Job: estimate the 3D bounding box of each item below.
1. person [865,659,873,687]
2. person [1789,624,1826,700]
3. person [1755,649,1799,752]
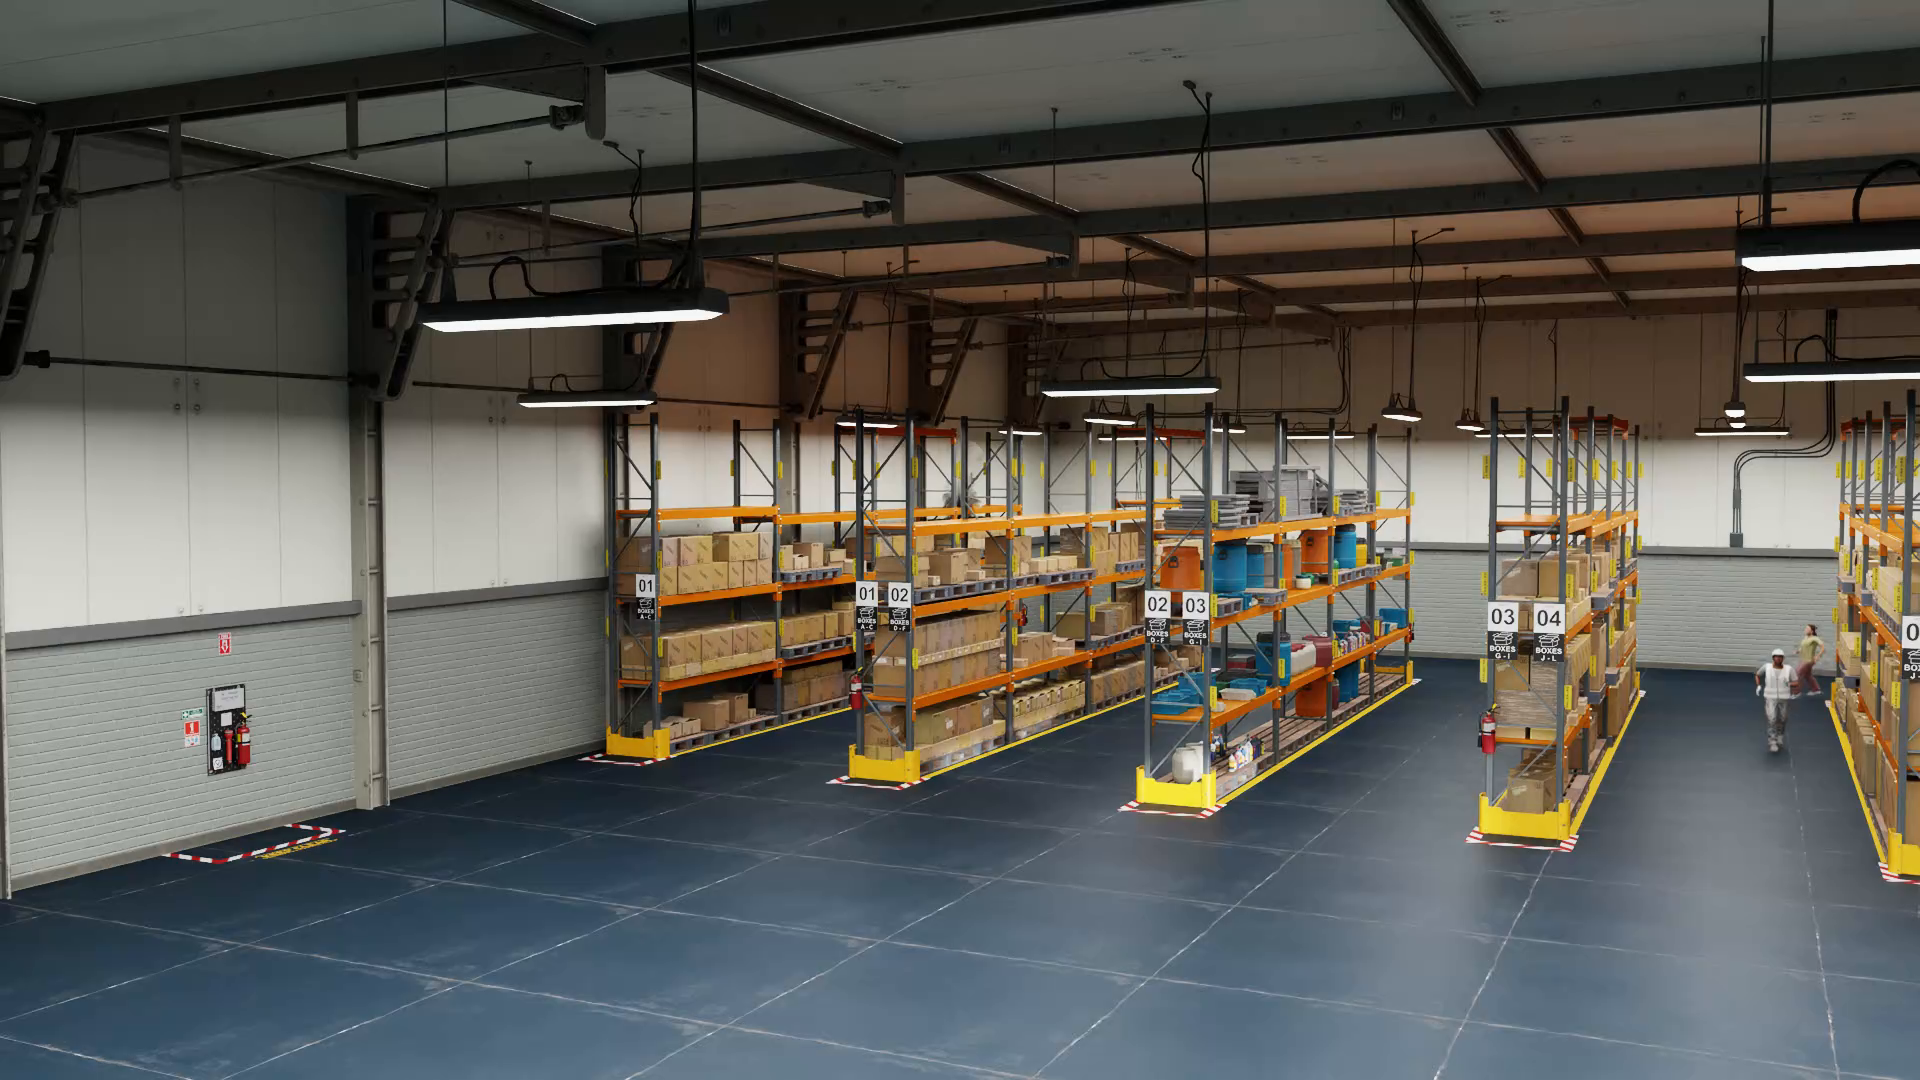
[{"bbox_3d":[-1.431,2.797,30.846,0.662,1.844,0.836,1,3,19],"label":"person"},{"bbox_3d":[18.464,2.659,36.192,0.768,1.688,0.652,0,2,3],"label":"person"},{"bbox_3d":[14.567,2.831,29.646,0.671,1.777,0.988,1,3,20],"label":"person"}]
